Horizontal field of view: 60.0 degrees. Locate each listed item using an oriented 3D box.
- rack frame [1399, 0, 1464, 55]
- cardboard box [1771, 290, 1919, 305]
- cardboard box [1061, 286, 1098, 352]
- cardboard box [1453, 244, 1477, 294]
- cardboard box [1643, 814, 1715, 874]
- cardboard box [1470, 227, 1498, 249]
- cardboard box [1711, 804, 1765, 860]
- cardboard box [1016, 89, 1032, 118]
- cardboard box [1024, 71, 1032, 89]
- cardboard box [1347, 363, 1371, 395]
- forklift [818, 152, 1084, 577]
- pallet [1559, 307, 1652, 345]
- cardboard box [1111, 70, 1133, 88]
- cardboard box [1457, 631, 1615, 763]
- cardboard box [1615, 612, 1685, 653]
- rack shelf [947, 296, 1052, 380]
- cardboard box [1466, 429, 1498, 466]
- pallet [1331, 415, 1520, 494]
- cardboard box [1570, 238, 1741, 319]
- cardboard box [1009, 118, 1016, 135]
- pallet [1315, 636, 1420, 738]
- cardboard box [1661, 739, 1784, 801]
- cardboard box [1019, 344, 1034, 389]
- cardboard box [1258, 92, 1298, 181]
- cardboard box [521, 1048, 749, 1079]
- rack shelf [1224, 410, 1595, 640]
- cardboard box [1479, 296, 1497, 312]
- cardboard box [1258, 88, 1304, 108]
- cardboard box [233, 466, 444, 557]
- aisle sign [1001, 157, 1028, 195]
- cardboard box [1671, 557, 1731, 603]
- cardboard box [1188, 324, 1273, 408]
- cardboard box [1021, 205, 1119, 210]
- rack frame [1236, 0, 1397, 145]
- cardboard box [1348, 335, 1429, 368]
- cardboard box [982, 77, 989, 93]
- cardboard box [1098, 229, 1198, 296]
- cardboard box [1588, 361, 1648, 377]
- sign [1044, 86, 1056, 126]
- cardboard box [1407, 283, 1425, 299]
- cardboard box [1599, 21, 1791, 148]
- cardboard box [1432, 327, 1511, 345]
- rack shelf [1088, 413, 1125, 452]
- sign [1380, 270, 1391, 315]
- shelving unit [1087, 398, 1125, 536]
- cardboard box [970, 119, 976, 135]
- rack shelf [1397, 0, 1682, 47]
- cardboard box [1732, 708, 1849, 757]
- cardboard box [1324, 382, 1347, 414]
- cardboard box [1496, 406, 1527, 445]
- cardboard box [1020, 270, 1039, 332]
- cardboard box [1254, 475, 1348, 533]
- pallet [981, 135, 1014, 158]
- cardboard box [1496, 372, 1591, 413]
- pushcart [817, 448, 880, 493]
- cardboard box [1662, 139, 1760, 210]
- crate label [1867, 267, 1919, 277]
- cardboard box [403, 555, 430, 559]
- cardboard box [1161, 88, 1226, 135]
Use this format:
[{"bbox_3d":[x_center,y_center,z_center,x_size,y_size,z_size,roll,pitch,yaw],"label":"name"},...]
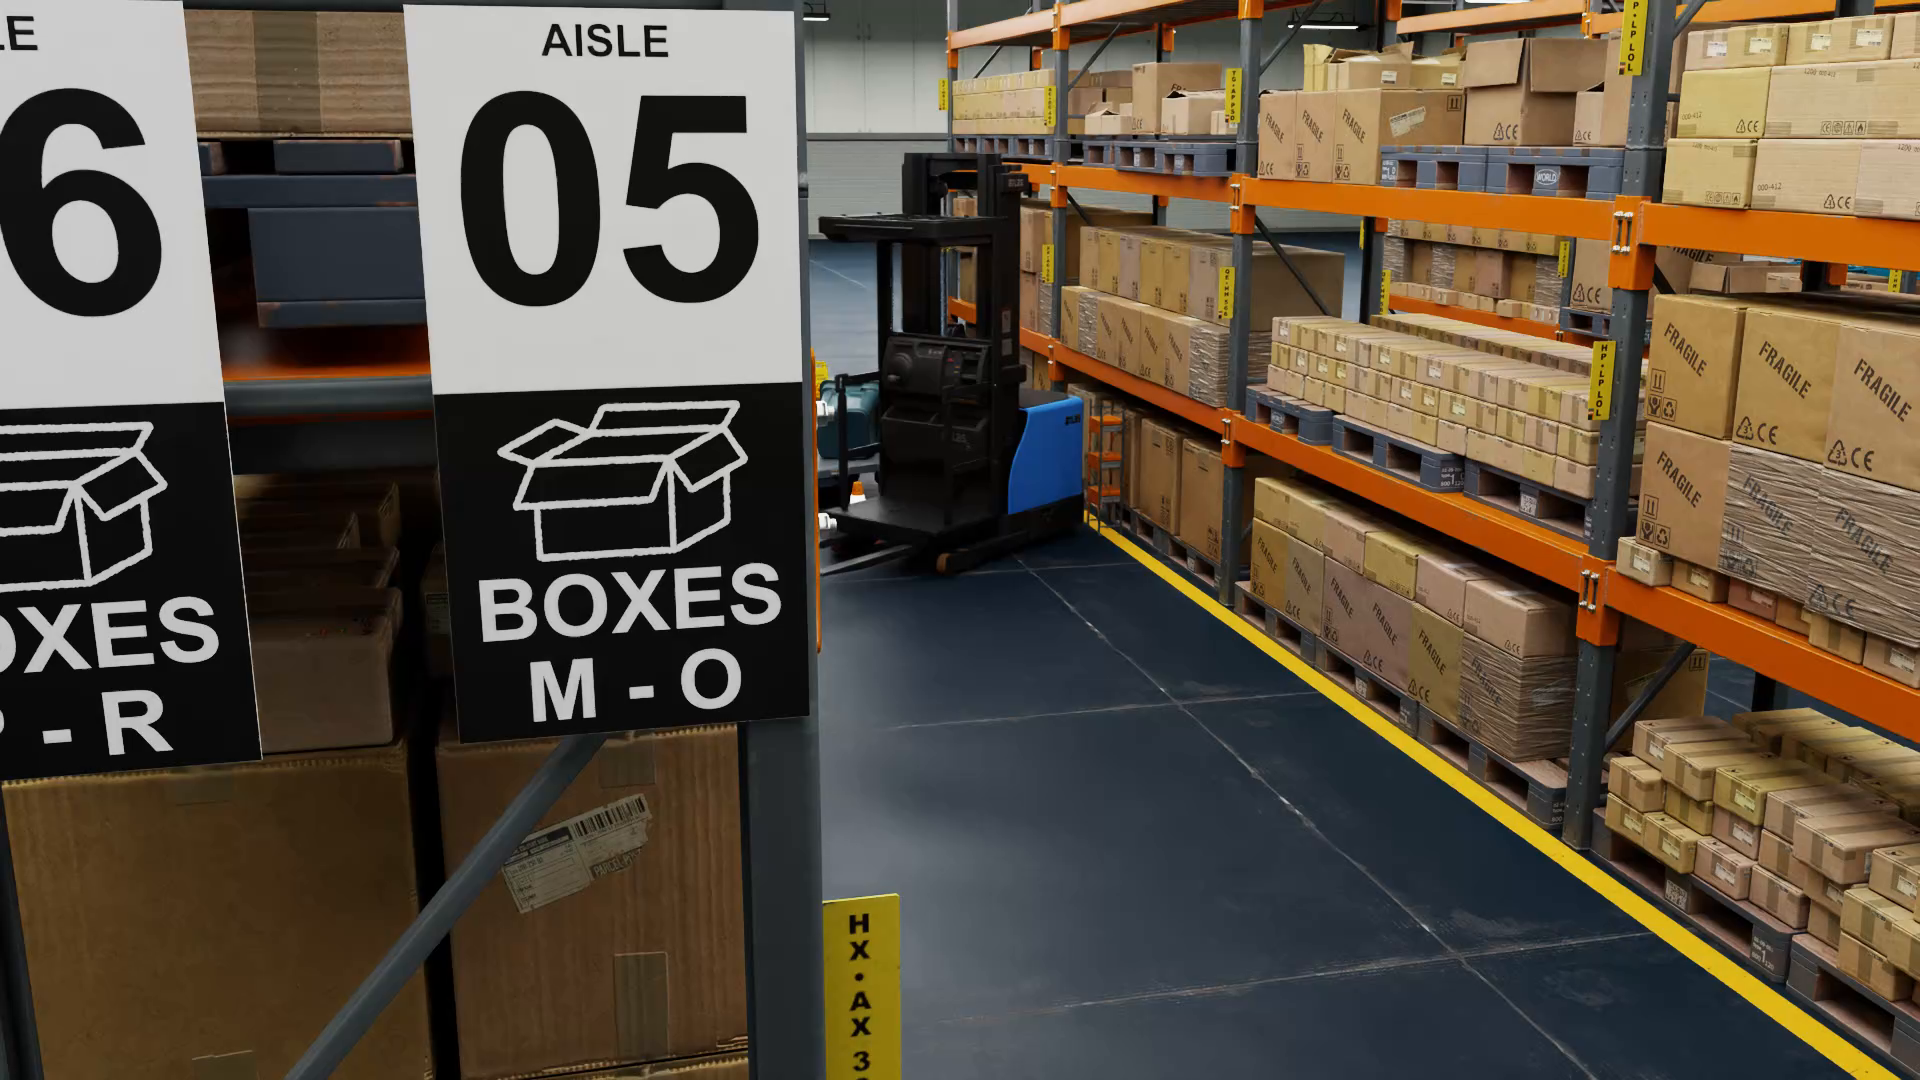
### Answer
[{"bbox_3d":[5.209,-6.061,18.776,1.000,3.000,0.127,-3,14,-13],"label":"rack frame"},{"bbox_3d":[3.555,-0.711,6.572,0.500,0.500,0.500,-4,14,-15],"label":"cardboard box"},{"bbox_3d":[1.165,-1.883,14.105,0.500,0.500,0.500,-3,14,-13],"label":"cardboard box"},{"bbox_3d":[5.727,-2.869,17.513,0.875,0.500,0.500,-3,14,-13],"label":"cardboard box"},{"bbox_3d":[3.018,1.219,6.741,0.380,0.149,0.250,-3,14,-12],"label":"cardboard box"},{"bbox_3d":[5.540,-3.222,16.851,0.500,0.500,0.500,-3,14,-13],"label":"cardboard box"},{"bbox_3d":[3.195,1.120,6.518,0.380,0.149,0.250,-3,14,-14],"label":"cardboard box"},{"bbox_3d":[0.820,-3.968,15.123,0.500,0.250,0.500,-3,14,-13],"label":"cardboard box"},{"bbox_3d":[0.790,-4.129,14.941,0.380,0.149,0.250,-3,14,-13],"label":"cardboard box"},{"bbox_3d":[2.410,-0.912,9.359,0.380,0.149,0.250,-3,14,-13],"label":"cardboard box"},{"bbox_3d":[-0.314,-1.297,12.059,1.130,2.935,3.031,10,17,36],"label":"forklift"},{"bbox_3d":[6.186,-1.947,14.979,1.003,0.211,1.213,-3,14,-13],"label":"pallet"},{"bbox_3d":[1.548,-4.049,14.613,0.380,0.149,0.250,-3,14,-13],"label":"cardboard box"},{"bbox_3d":[2.763,0.728,8.009,0.500,0.500,0.500,-4,14,-14],"label":"cardboard box"},{"bbox_3d":[3.265,0.335,8.036,0.500,0.250,0.500,-4,14,-16],"label":"cardboard box"},{"bbox_3d":[0.834,-2.083,16.648,1.077,0.370,4.000,-3,14,-13],"label":"rack shelf"},{"bbox_3d":[2.720,-0.463,8.148,0.380,0.149,0.250,-4,14,-16],"label":"cardboard box"},{"bbox_3d":[2.747,-0.501,9.060,1.003,0.211,1.213,-3,14,-13],"label":"pallet"},{"bbox_3d":[6.199,-2.529,14.808,1.000,1.000,1.000,-3,14,-13],"label":"cardboard box"},{"bbox_3d":[0.668,-3.859,15.517,0.380,0.149,0.250,-3,14,-12],"label":"cardboard box"},{"bbox_3d":[2.708,0.768,9.340,1.003,0.211,1.213,-3,14,-13],"label":"pallet"},{"bbox_3d":[3.069,0.924,6.692,0.380,0.149,0.250,-3,14,-10],"label":"cardboard box"},{"bbox_3d":[1.008,-1.500,16.337,0.875,0.875,0.875,-3,14,-13],"label":"cardboard box"},{"bbox_3d":[2.118,-2.407,9.930,0.500,0.500,0.500,-3,14,-13],"label":"cardboard box"},{"bbox_3d":[-0.500,0.921,2.626,0.500,0.500,0.500,-3,14,-14],"label":"cardboard box"},{"bbox_3d":[2.712,-0.237,9.094,1.077,0.370,4.000,-3,14,-13],"label":"rack shelf"},{"bbox_3d":[5.567,-2.427,17.068,0.380,0.149,0.250,-3,14,-13],"label":"cardboard box"},{"bbox_3d":[2.286,-2.894,11.224,0.500,0.311,0.500,-3,14,-13],"label":"cardboard box"},{"bbox_3d":[-1.182,-0.061,3.173,0.380,0.149,0.250,-3,14,-14],"label":"cardboard box"},{"bbox_3d":[0.639,-4.190,18.278,0.394,0.787,0.004,-3,14,-13],"label":"aisle sign"},{"bbox_3d":[3.063,0.136,6.581,0.380,0.149,0.250,-3,14,-12],"label":"cardboard box"},{"bbox_3d":[1.876,-1.186,11.250,0.500,0.500,0.500,-3,14,-13],"label":"cardboard box"},{"bbox_3d":[1.015,-2.908,15.919,0.875,0.550,0.550,-3,14,-13],"label":"cardboard box"},{"bbox_3d":[2.243,-3.963,10.186,1.000,3.000,0.127,-3,14,-13],"label":"rack frame"},{"bbox_3d":[2.409,-1.060,9.335,0.380,0.149,0.250,-3,14,-11],"label":"cardboard box"},{"bbox_3d":[0.430,-4.481,16.381,0.380,0.149,0.250,-3,14,-14],"label":"cardboard box"},{"bbox_3d":[1.548,-2.273,13.591,0.700,0.500,0.500,-4,14,-14],"label":"cardboard box"},{"bbox_3d":[3.351,-0.794,8.248,0.380,0.149,0.250,-3,14,-14],"label":"cardboard box"},{"bbox_3d":[0.764,-3.687,14.120,0.100,0.325,0.005,-3,14,-13],"label":"sign"},{"bbox_3d":[5.207,-2.772,18.483,0.380,0.149,0.250,-3,14,-13],"label":"cardboard box"},{"bbox_3d":[3.200,-1.929,7.086,0.700,0.500,0.500,-3,14,-13],"label":"cardboard box"},{"bbox_3d":[2.988,-1.152,9.712,0.380,0.149,0.250,-3,14,-12],"label":"cardboard box"},{"bbox_3d":[1.146,-0.841,13.005,0.215,0.259,0.240,-4,14,-16],"label":"rack shelf"},{"bbox_3d":[2.768,-1.605,10.902,0.100,0.325,0.005,-3,14,-13],"label":"sign"},{"bbox_3d":[1.145,-0.576,13.070,0.215,1.050,0.252,-4,14,-16],"label":"shelving unit"},{"bbox_3d":[0.312,-4.210,16.950,0.380,0.149,0.250,-3,14,-13],"label":"cardboard box"},{"bbox_3d":[5.678,-5.249,16.973,1.077,0.370,4.000,-3,14,-13],"label":"rack shelf"},{"bbox_3d":[3.519,0.834,7.062,0.380,0.149,0.250,-3,14,-12],"label":"cardboard box"},{"bbox_3d":[2.343,-0.829,9.646,0.380,0.149,0.250,-3,14,-11],"label":"cardboard box"},{"bbox_3d":[2.778,-0.551,7.879,0.380,0.149,0.250,-3,14,-11],"label":"cardboard box"},{"bbox_3d":[1.054,-2.254,15.517,0.875,0.550,0.550,-3,14,-13],"label":"cardboard box"},{"bbox_3d":[2.169,-0.230,10.349,0.500,0.250,0.500,-4,14,-16],"label":"cardboard box"},{"bbox_3d":[0.838,-3.855,16.254,1.003,0.211,1.213,-3,14,-13],"label":"pallet"},{"bbox_3d":[2.775,-0.700,7.862,0.380,0.149,0.250,-4,14,-15],"label":"cardboard box"},{"bbox_3d":[-1.280,-0.537,14.328,1.648,0.377,0.936,-9,16,-33],"label":"pushcart"},{"bbox_3d":[3.034,-1.388,6.285,0.500,0.250,0.500,-3,14,-10],"label":"cardboard box"},{"bbox_3d":[10.718,-3.031,18.937,0.502,0.435,0.616,-3,14,-13],"label":"crate label"},{"bbox_3d":[-1.275,0.231,3.344,0.500,0.500,0.500,-3,14,-13],"label":"cardboard box"},{"bbox_3d":[1.706,-2.939,11.409,0.500,0.311,0.500,-3,14,-13],"label":"cardboard box"}]
